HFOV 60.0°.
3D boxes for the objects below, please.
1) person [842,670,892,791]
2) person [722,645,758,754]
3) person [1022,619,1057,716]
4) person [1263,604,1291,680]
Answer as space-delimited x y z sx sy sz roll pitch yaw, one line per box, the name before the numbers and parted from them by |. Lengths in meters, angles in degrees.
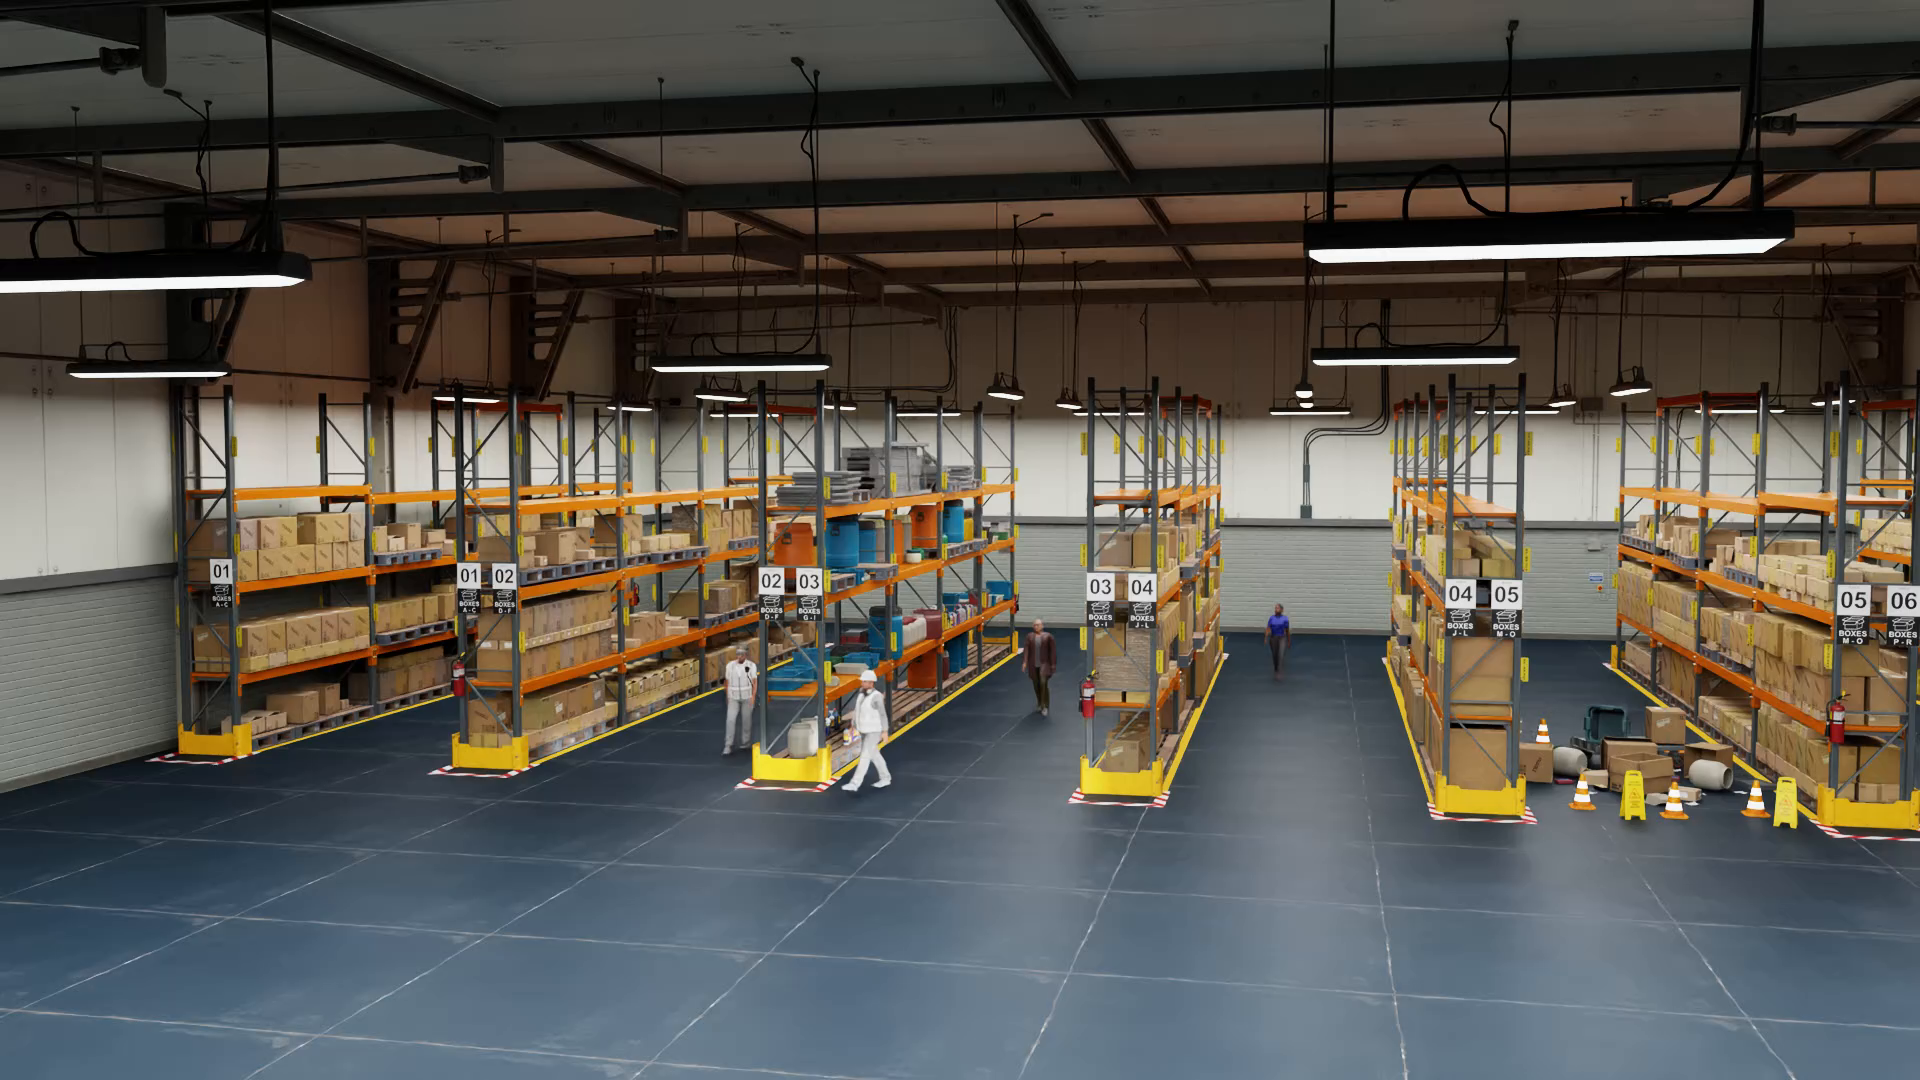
person | -1.400 2.758 24.122 0.989 1.729 0.564 -2 4 -34
person | -3.604 2.592 27.286 0.559 1.731 0.839 0 3 -5
person | 1.456 2.370 31.072 0.637 1.773 0.847 1 3 22
person | 6.833 2.172 35.856 0.559 1.596 0.998 1 3 17
